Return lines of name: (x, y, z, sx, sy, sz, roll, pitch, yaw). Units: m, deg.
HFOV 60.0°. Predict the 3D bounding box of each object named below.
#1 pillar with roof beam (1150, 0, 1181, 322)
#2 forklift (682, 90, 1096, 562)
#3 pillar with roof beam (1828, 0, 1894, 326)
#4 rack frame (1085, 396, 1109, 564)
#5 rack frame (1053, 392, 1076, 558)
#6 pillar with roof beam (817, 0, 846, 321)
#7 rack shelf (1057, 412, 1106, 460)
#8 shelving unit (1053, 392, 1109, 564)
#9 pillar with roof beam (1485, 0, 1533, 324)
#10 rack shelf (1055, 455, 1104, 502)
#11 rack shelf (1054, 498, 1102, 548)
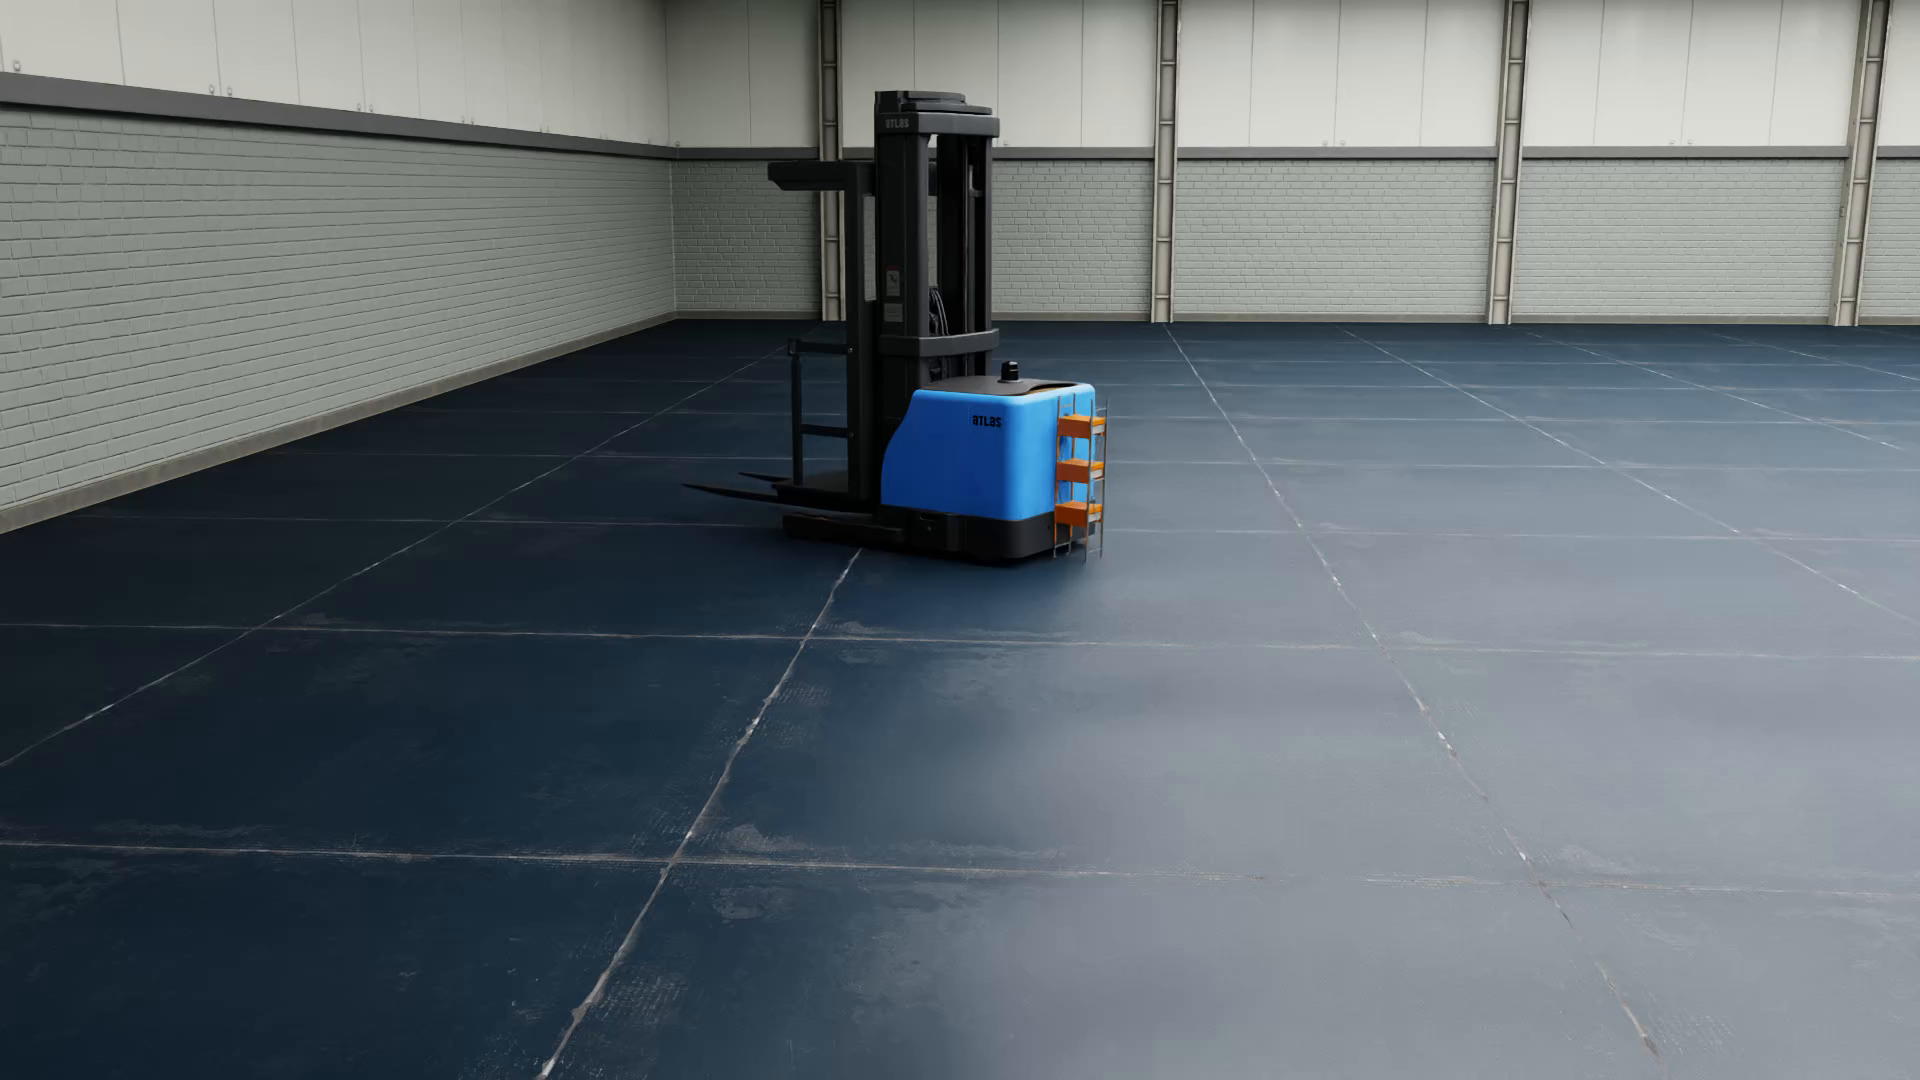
pillar with roof beam: (3.378, -7.497, 25.129, 0.400, 9.000, 9.100, 1, 12, 4)
forklift: (-0.599, -1.506, 11.308, 3.031, 2.935, 1.130, 8, 14, 34)
pillar with roof beam: (15.351, -7.333, 24.344, 0.400, 9.000, 9.100, 1, 12, 4)
rack frame: (0.865, -0.377, 10.505, 0.008, 1.050, 0.200, 10, 16, 35)
rack frame: (0.669, -0.412, 10.645, 0.008, 1.050, 0.200, 10, 16, 35)
pillar with roof beam: (-2.608, -7.579, 25.522, 0.400, 9.000, 9.100, 1, 12, 4)
rack shelf: (0.772, -0.661, 10.515, 0.240, 0.259, 0.215, 10, 16, 35)
shelving unit: (0.767, -0.395, 10.575, 0.252, 1.050, 0.215, 10, 16, 35)
pillar with roof beam: (9.365, -7.415, 24.737, 0.400, 9.000, 9.100, 1, 12, 4)
rack shelf: (0.767, -0.384, 10.577, 0.240, 0.259, 0.215, 10, 16, 35)
rack shelf: (0.761, -0.113, 10.638, 0.240, 0.259, 0.215, 10, 16, 35)
